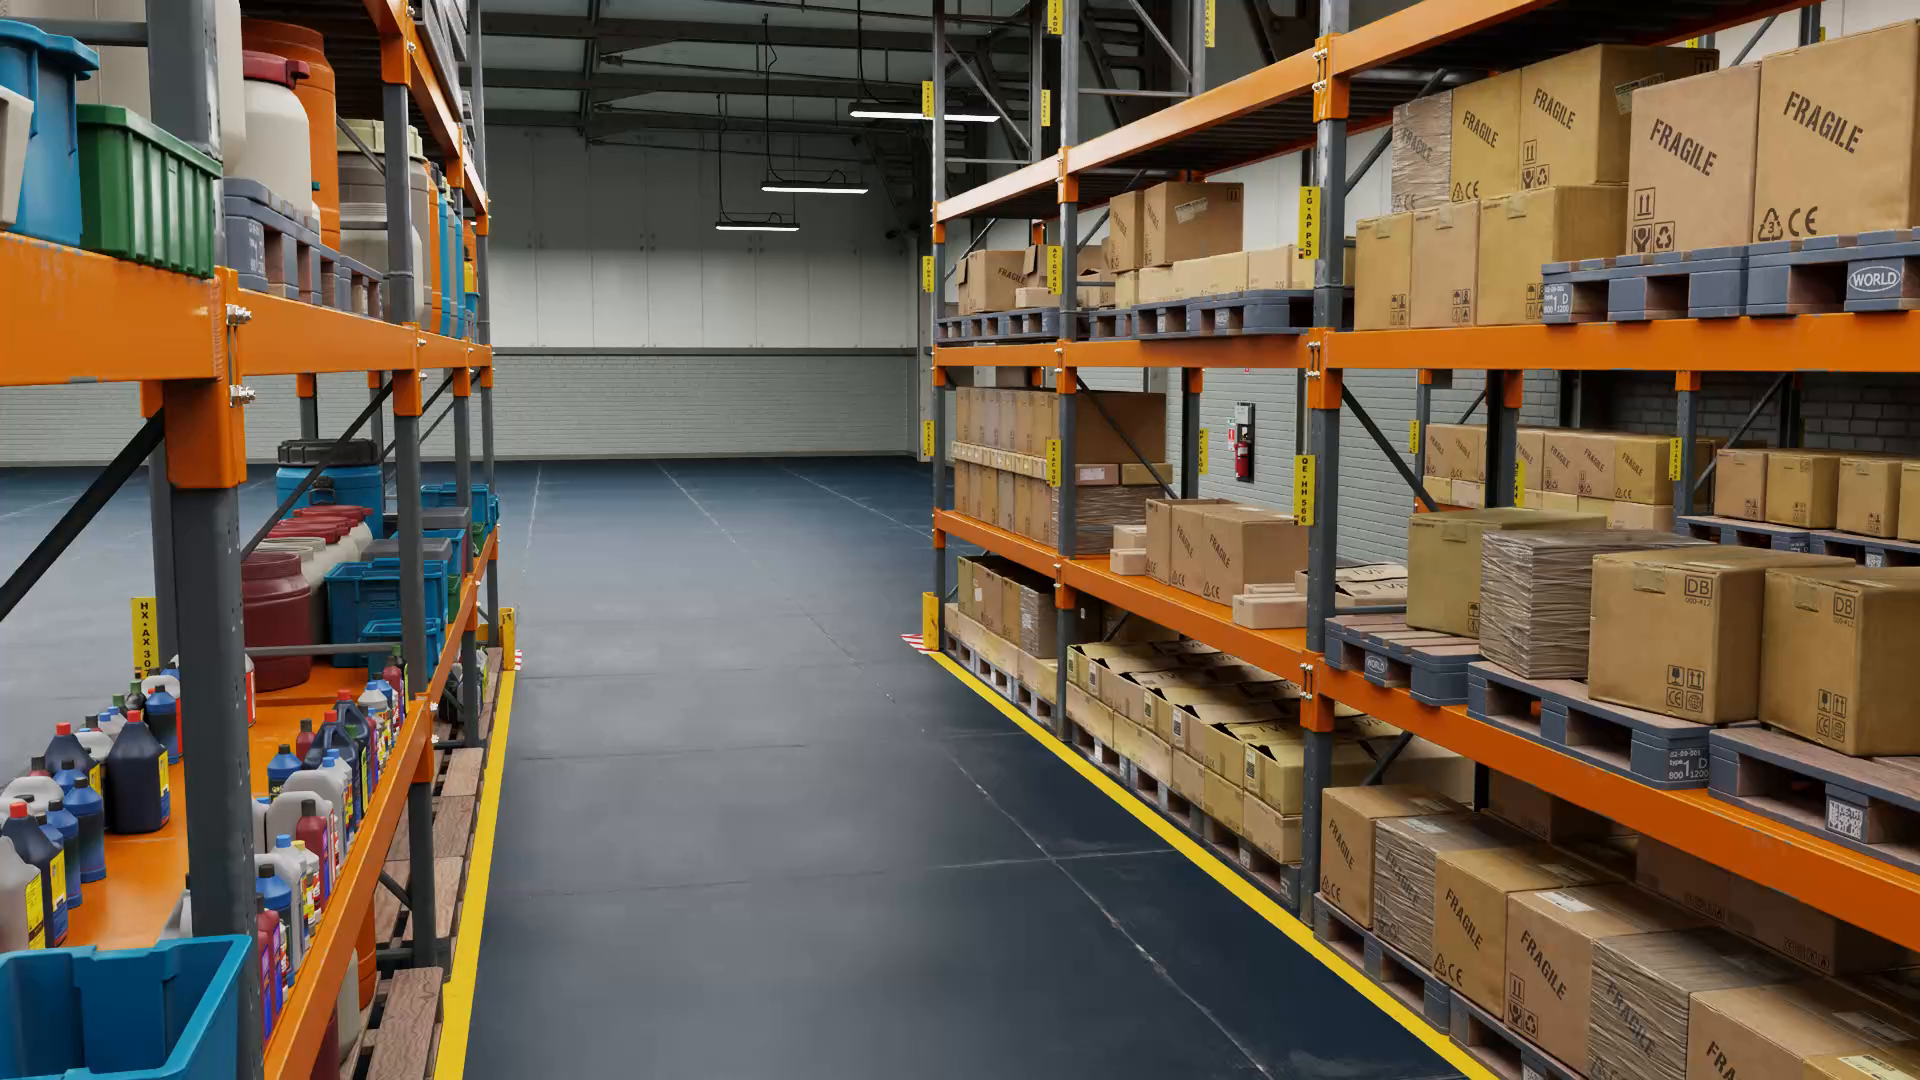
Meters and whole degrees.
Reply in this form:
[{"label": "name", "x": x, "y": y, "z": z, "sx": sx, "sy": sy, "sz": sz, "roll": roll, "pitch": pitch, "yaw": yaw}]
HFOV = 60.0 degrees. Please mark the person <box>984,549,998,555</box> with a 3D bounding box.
[{"label": "person", "x": 0.396, "y": -0.111, "z": 17.907, "sx": 0.457, "sy": 1.761, "sz": 0.628, "roll": -1, "pitch": 6, "yaw": -13}]
